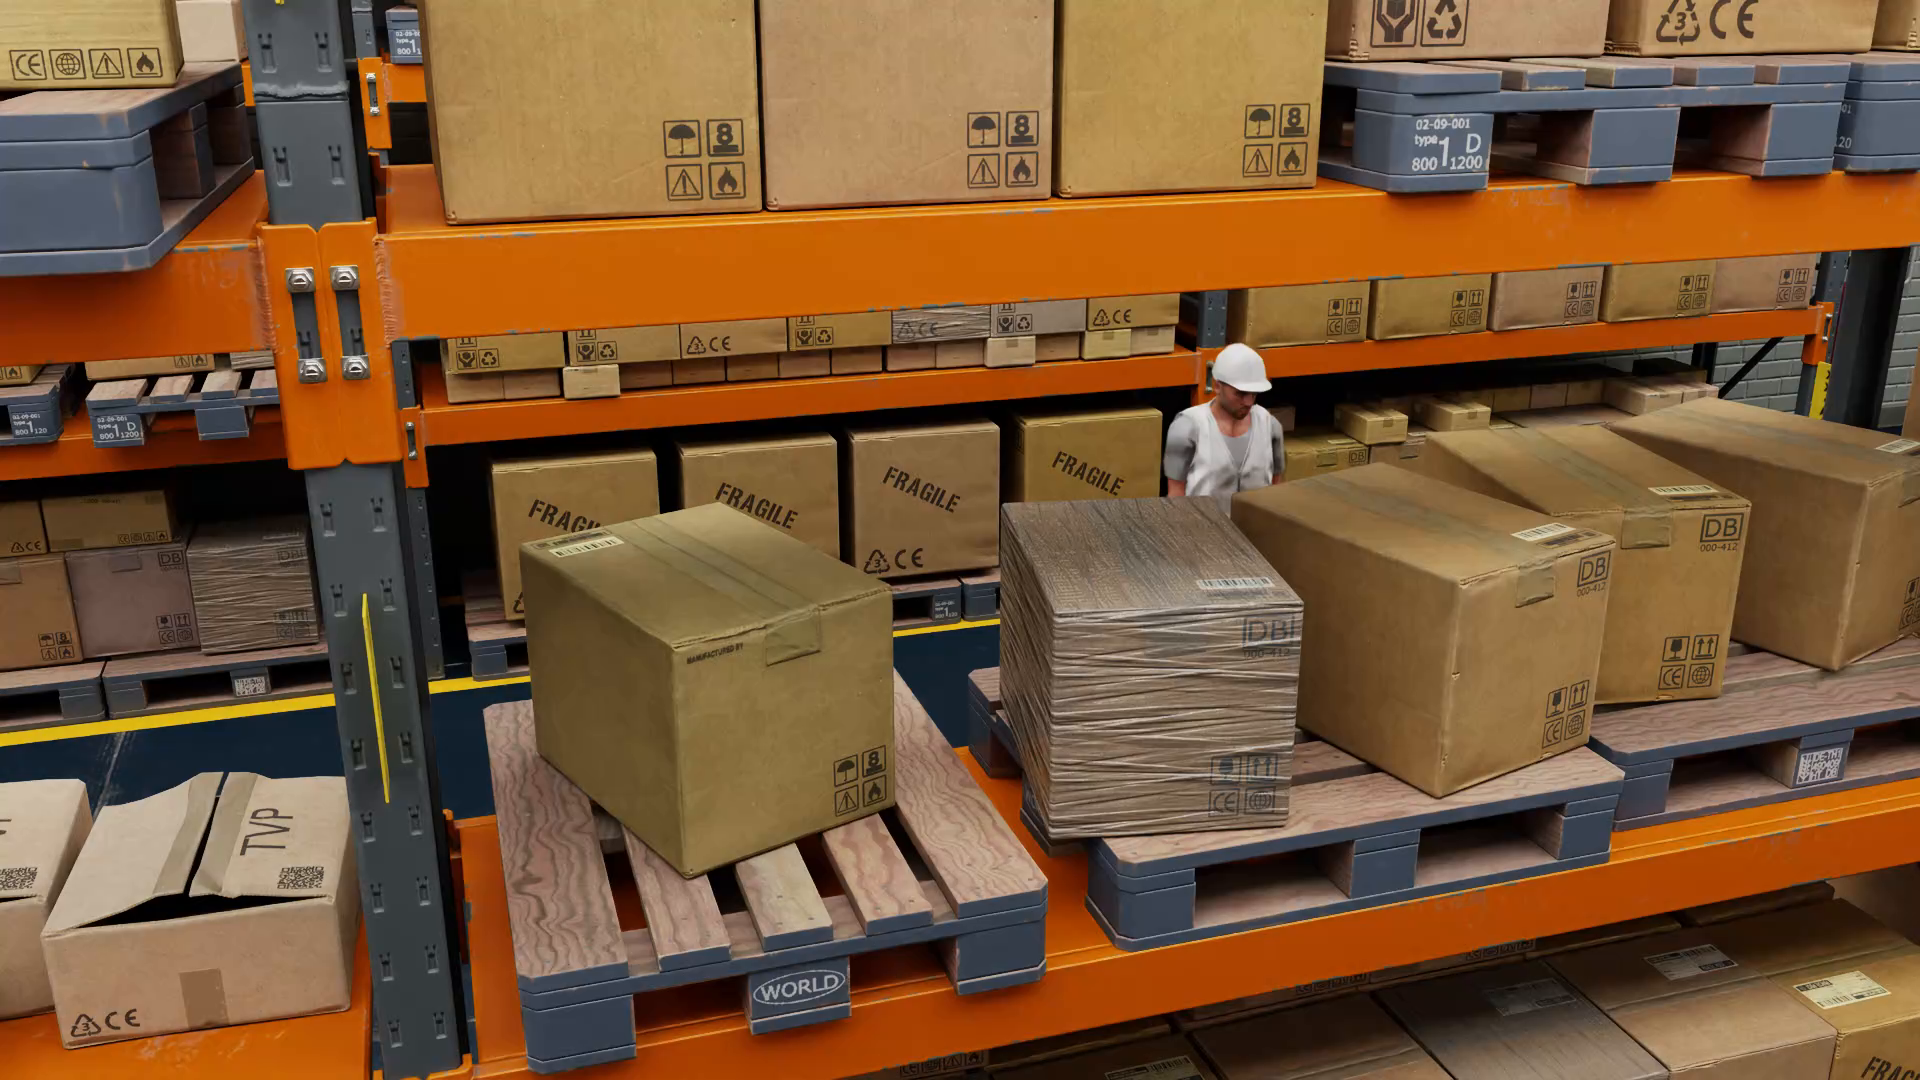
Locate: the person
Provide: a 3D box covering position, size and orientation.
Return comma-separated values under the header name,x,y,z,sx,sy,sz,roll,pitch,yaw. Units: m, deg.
name,x,y,z,sx,sy,sz,roll,pitch,yaw
person,1.099,0.059,6.877,0.529,1.774,0.364,-6,20,-16
